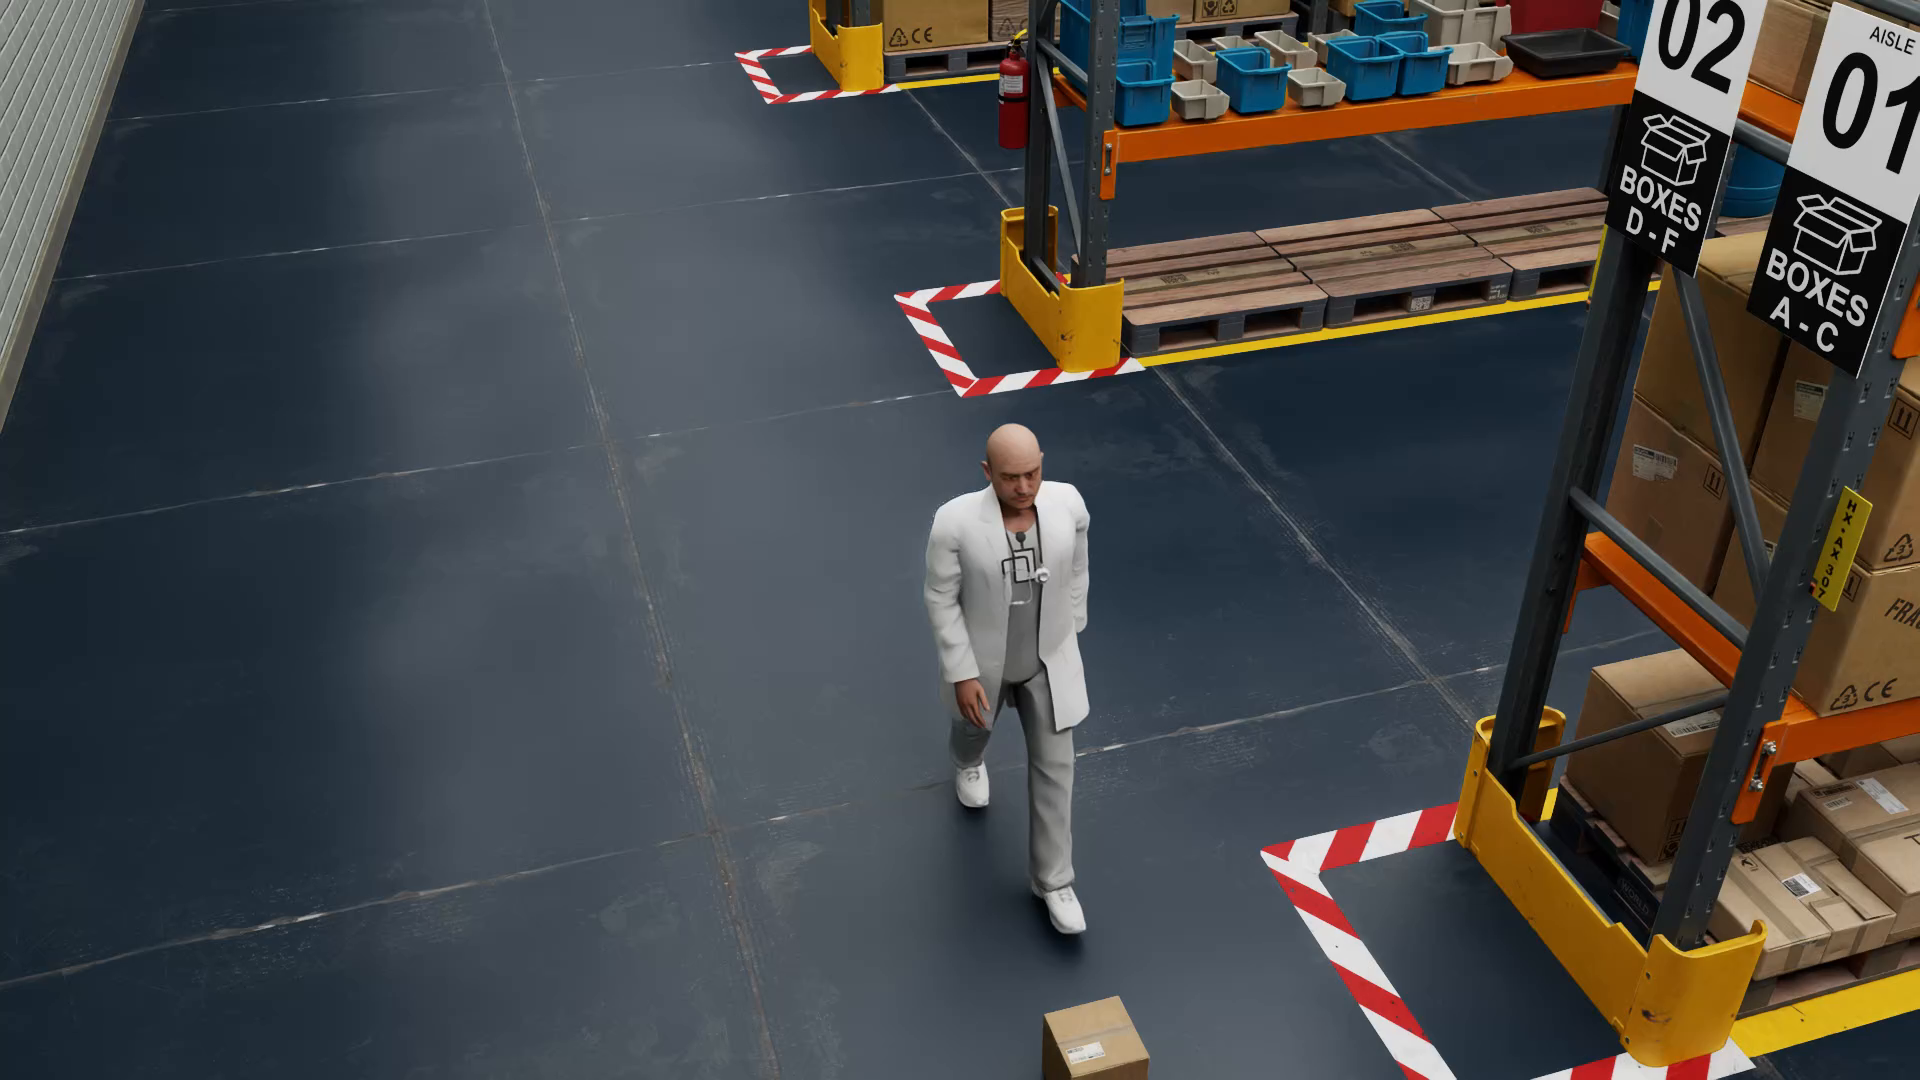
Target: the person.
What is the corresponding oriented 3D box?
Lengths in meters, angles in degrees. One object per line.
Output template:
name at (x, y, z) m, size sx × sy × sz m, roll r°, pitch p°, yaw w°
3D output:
person at (0.183, 0.410, 5.539) m, size 0.593 × 1.739 × 1.070 m, roll -6°, pitch 34°, yaw -9°
